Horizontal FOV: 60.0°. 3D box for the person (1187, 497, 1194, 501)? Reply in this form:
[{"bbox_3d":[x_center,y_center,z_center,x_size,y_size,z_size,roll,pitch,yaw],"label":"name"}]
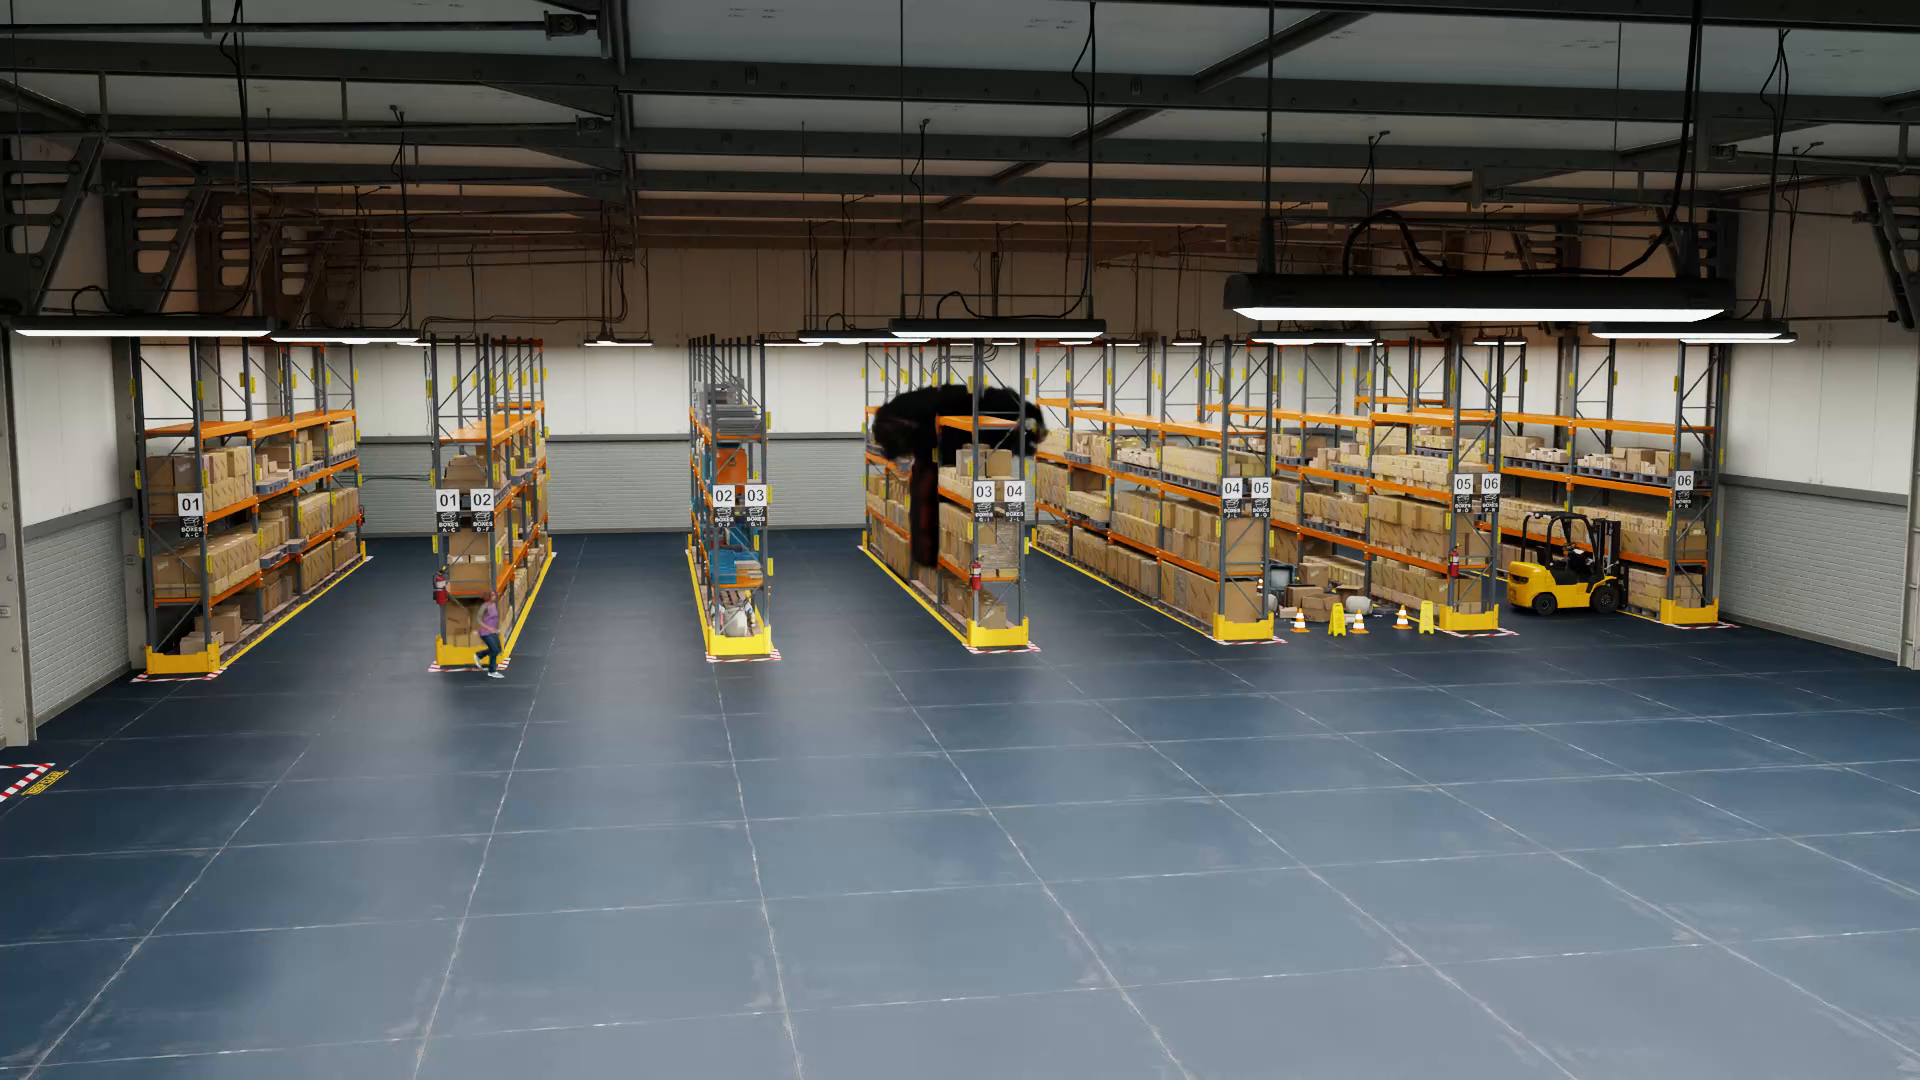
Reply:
[{"bbox_3d":[5.976,-0.385,43.628,0.603,1.690,0.631,-2,7,-18],"label":"person"}]

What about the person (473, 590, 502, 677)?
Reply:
[{"bbox_3d":[-8.301,1.643,29.077,0.532,1.553,0.557,2,7,14],"label":"person"}]
